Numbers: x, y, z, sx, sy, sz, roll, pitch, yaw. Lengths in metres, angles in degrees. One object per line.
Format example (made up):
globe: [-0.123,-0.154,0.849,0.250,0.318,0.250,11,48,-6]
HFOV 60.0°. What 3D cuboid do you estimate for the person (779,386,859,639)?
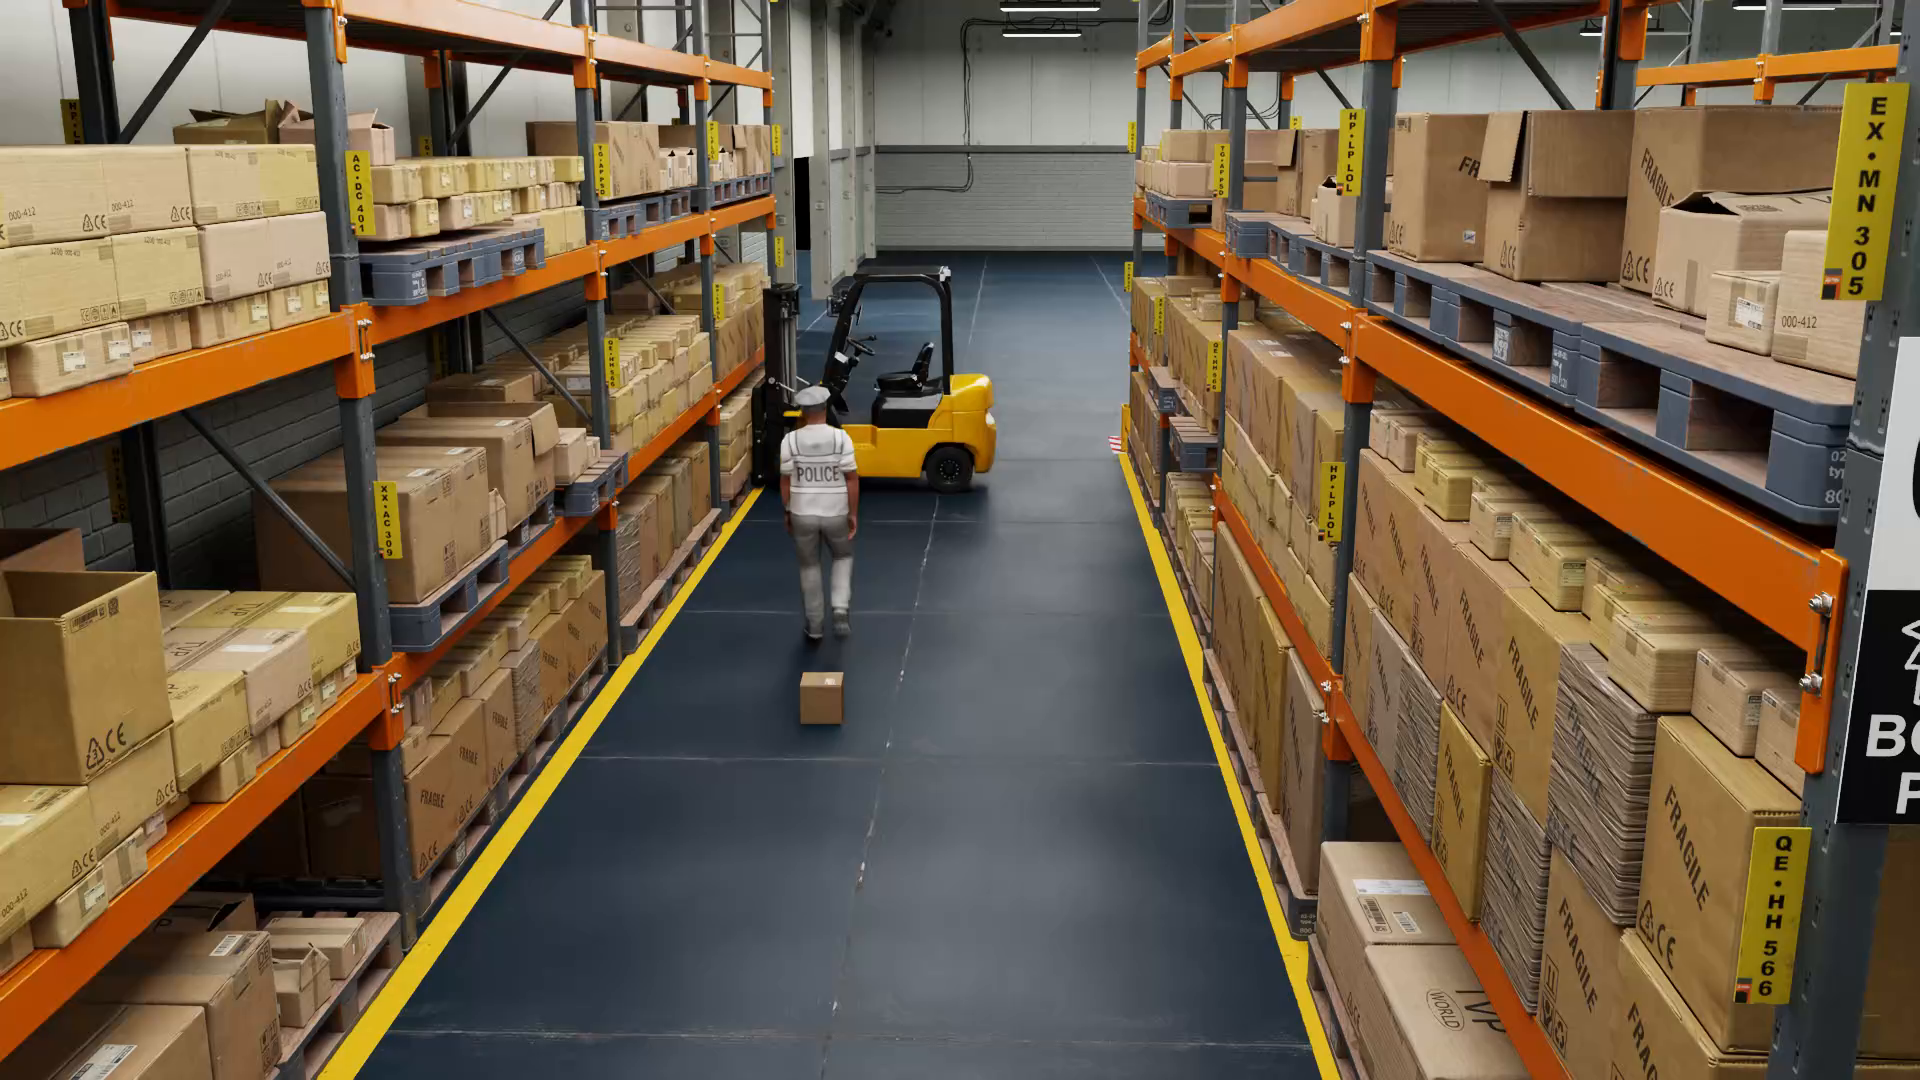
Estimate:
person: [-0.978,-0.176,11.611,0.543,1.793,0.463,-2,14,-7]
